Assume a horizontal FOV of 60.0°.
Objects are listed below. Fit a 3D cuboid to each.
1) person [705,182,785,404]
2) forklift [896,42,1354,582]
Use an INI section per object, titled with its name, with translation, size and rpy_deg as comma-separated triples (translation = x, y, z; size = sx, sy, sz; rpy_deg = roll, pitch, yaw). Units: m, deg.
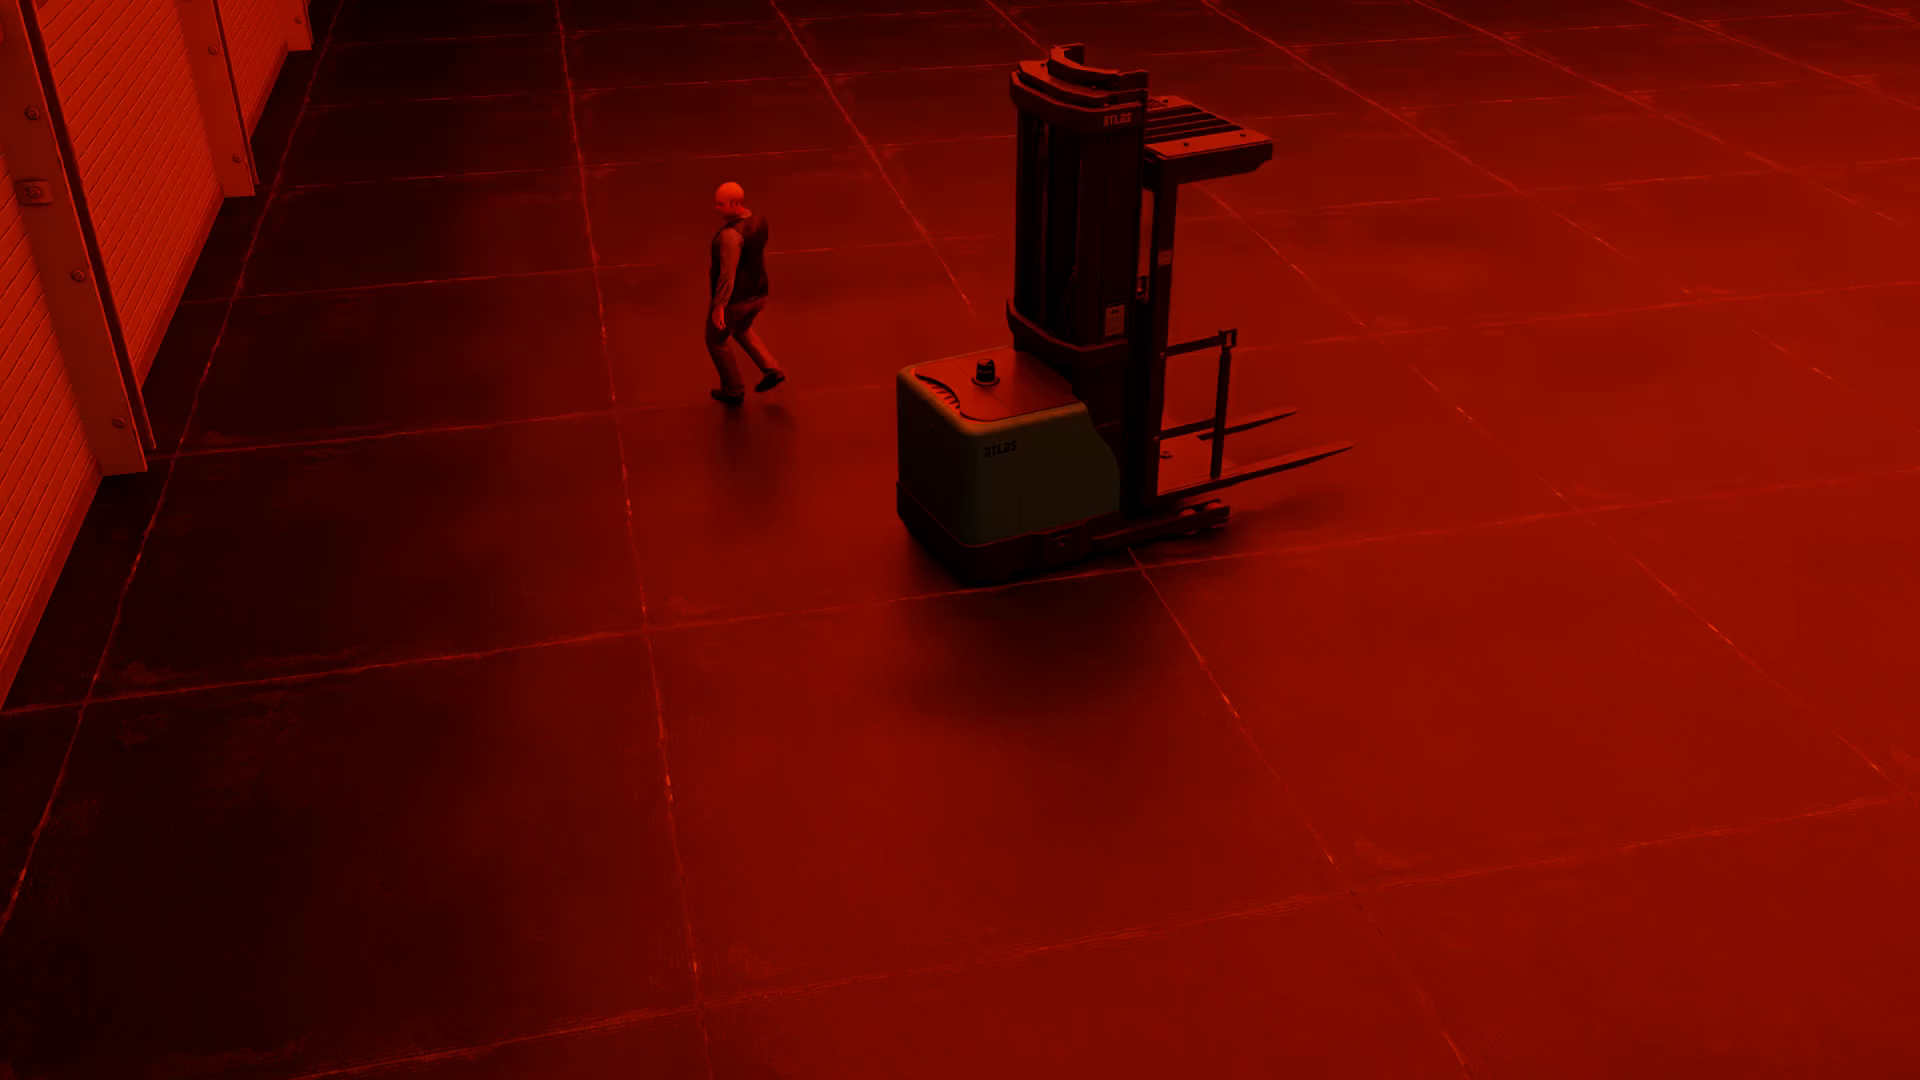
[person]
translation = -1.623, -1.736, 11.840
size = 0.555, 1.673, 0.705
rpy_deg = 20, 36, 31
[forklift]
translation = 1.148, -1.518, 10.197
size = 3.031, 2.935, 1.130
rpy_deg = -14, 33, -23
